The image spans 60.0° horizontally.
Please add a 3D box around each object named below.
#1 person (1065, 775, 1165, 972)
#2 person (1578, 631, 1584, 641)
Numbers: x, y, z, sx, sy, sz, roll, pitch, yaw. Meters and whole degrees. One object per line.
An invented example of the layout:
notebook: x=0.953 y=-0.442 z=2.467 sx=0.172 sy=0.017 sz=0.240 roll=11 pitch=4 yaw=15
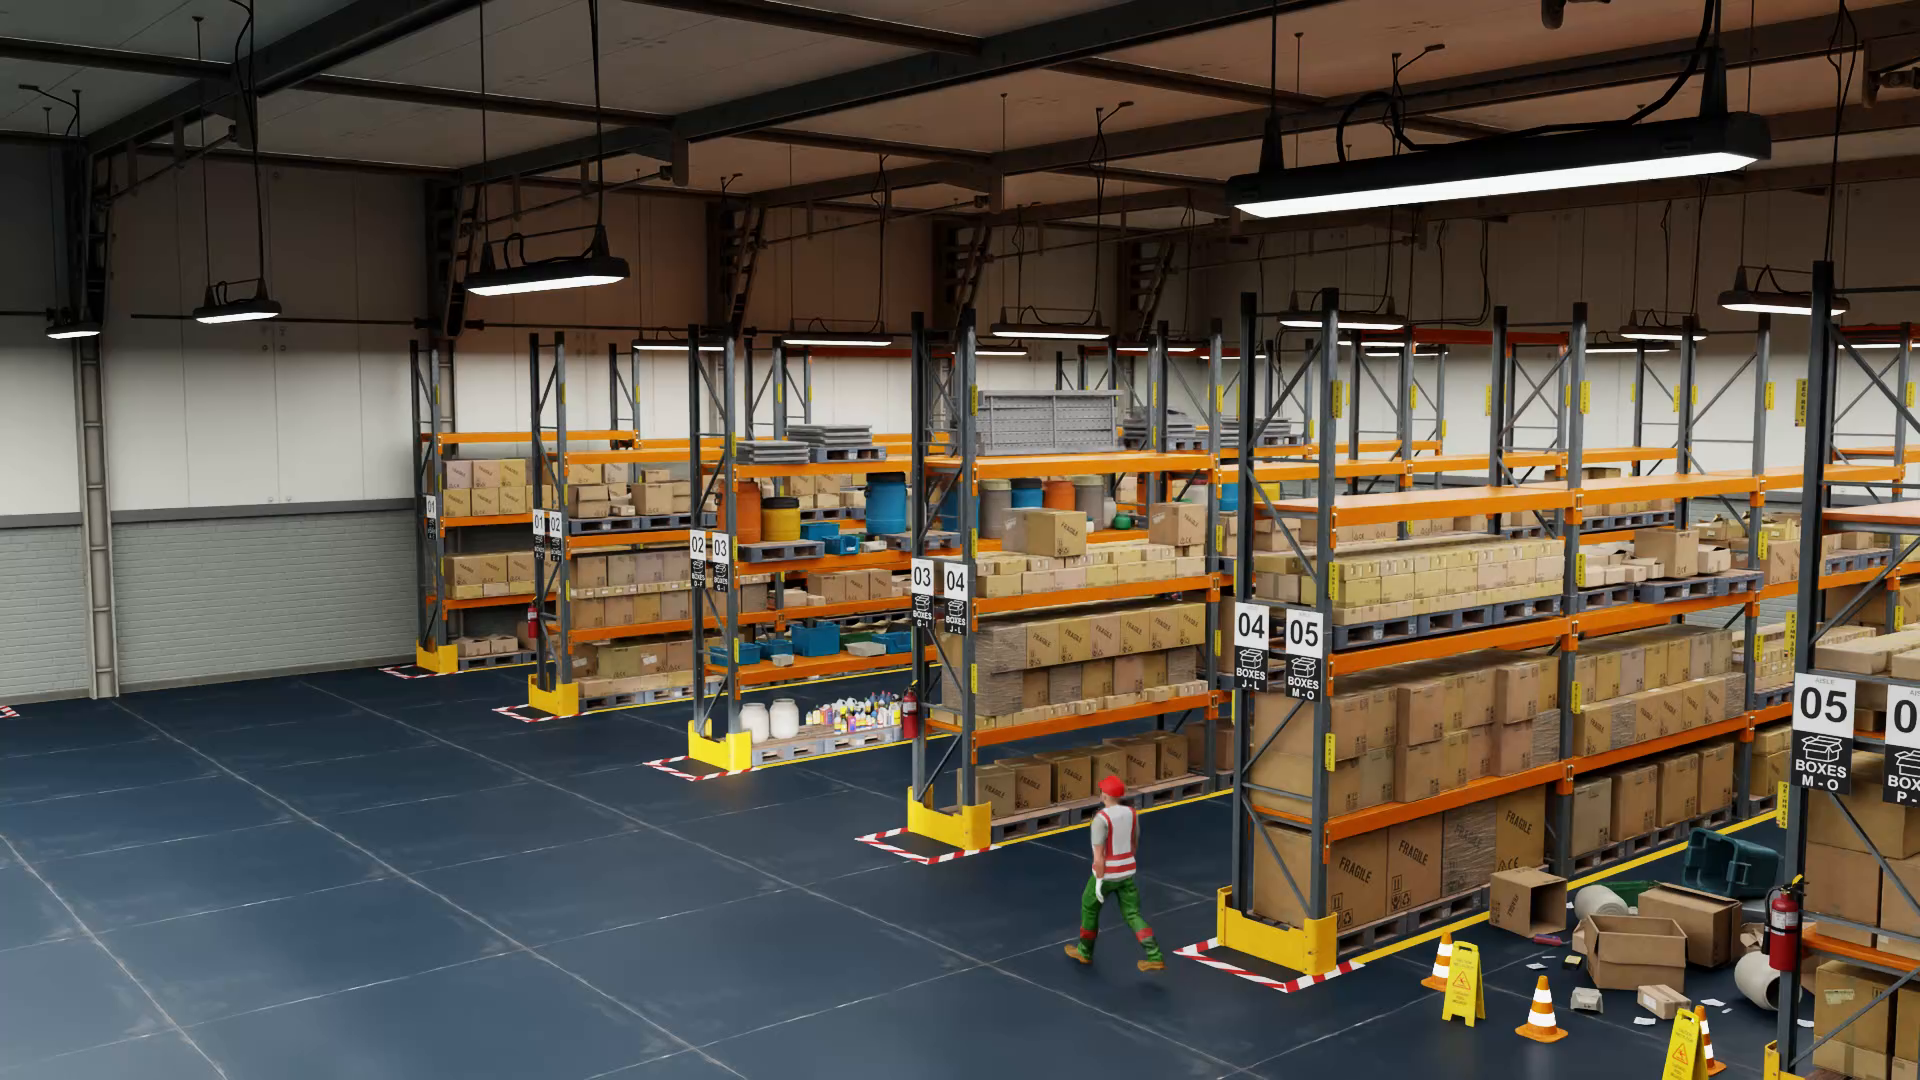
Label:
person: x=1.355 y=2.940 z=14.635 sx=0.536 sy=1.748 sz=1.075 roll=-4 pitch=7 yaw=-38
person: x=8.993 y=2.120 z=24.318 sx=0.526 sy=1.695 sz=0.381 roll=3 pitch=6 yaw=27
